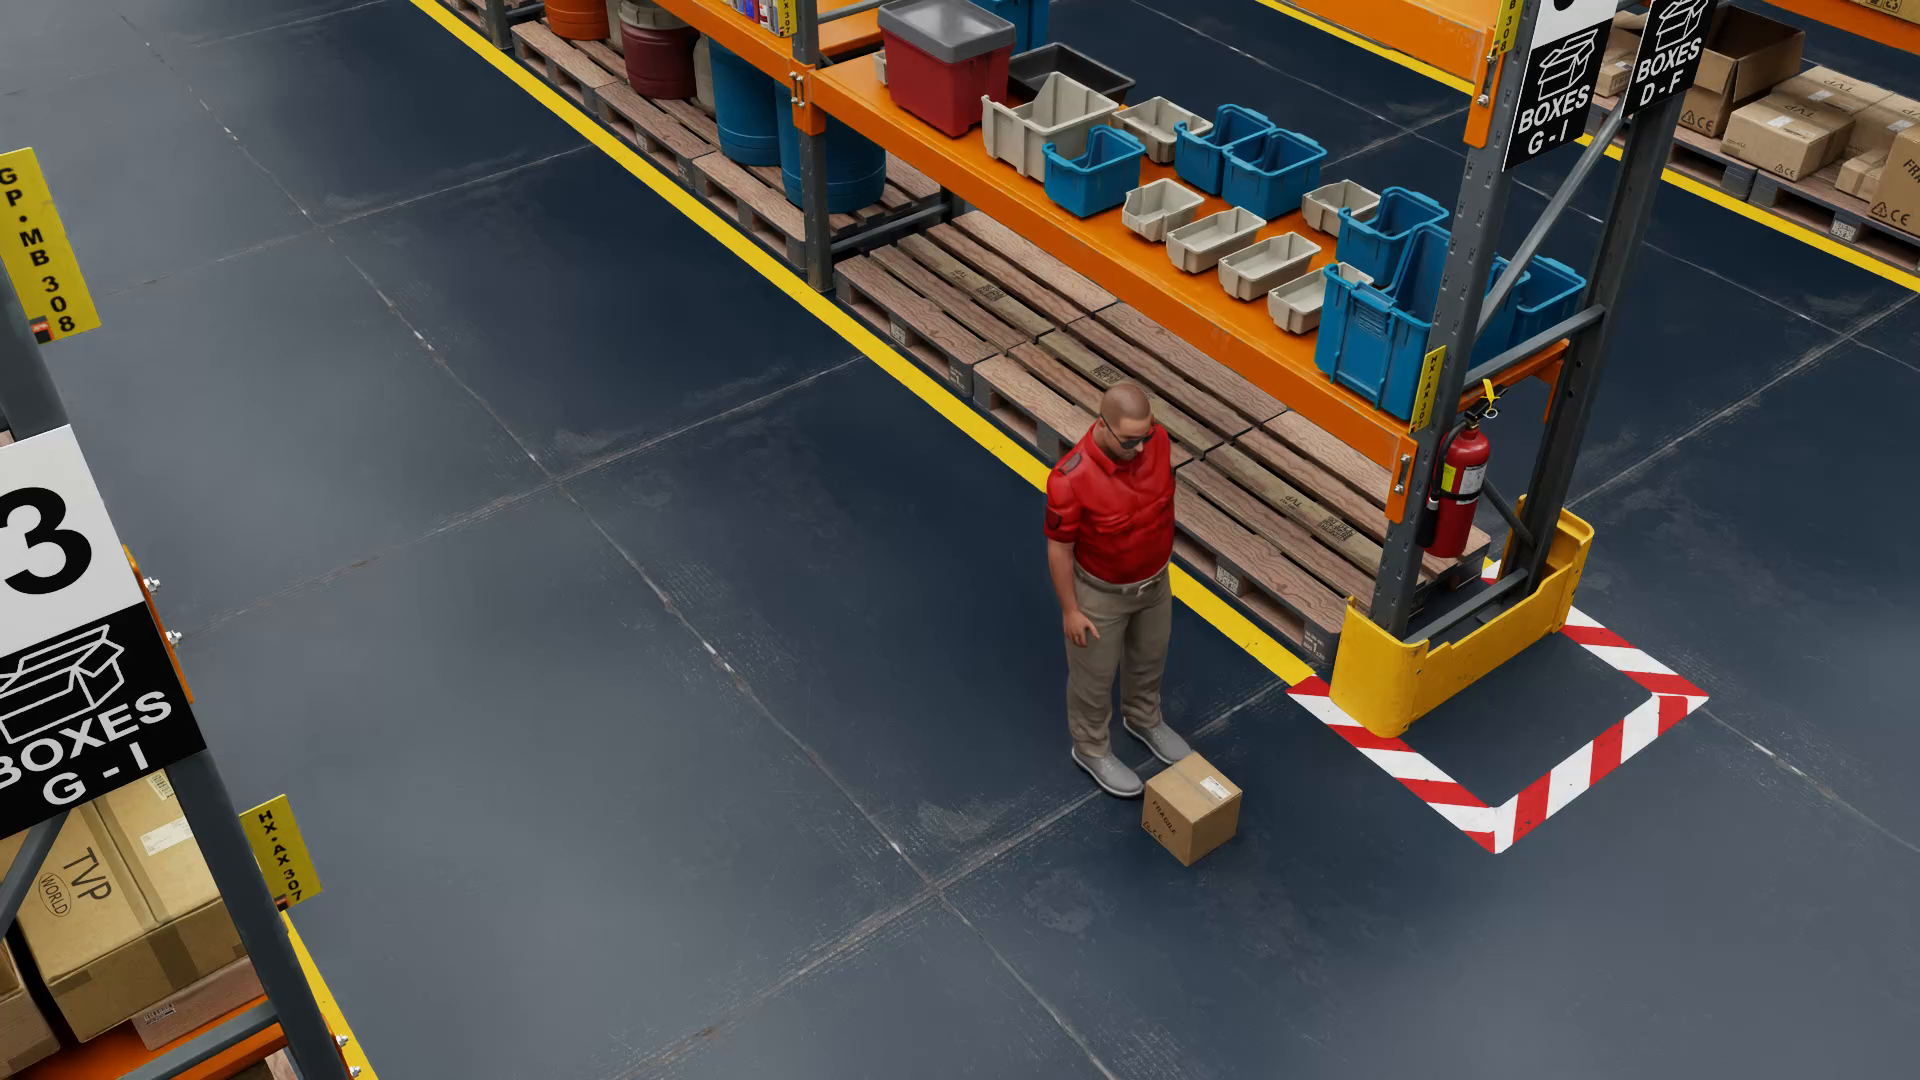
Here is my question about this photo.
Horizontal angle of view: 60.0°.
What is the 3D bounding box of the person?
[{"bbox_3d":[0.586,0.188,5.929,0.555,1.735,0.439,-25,46,-27],"label":"person"}]
